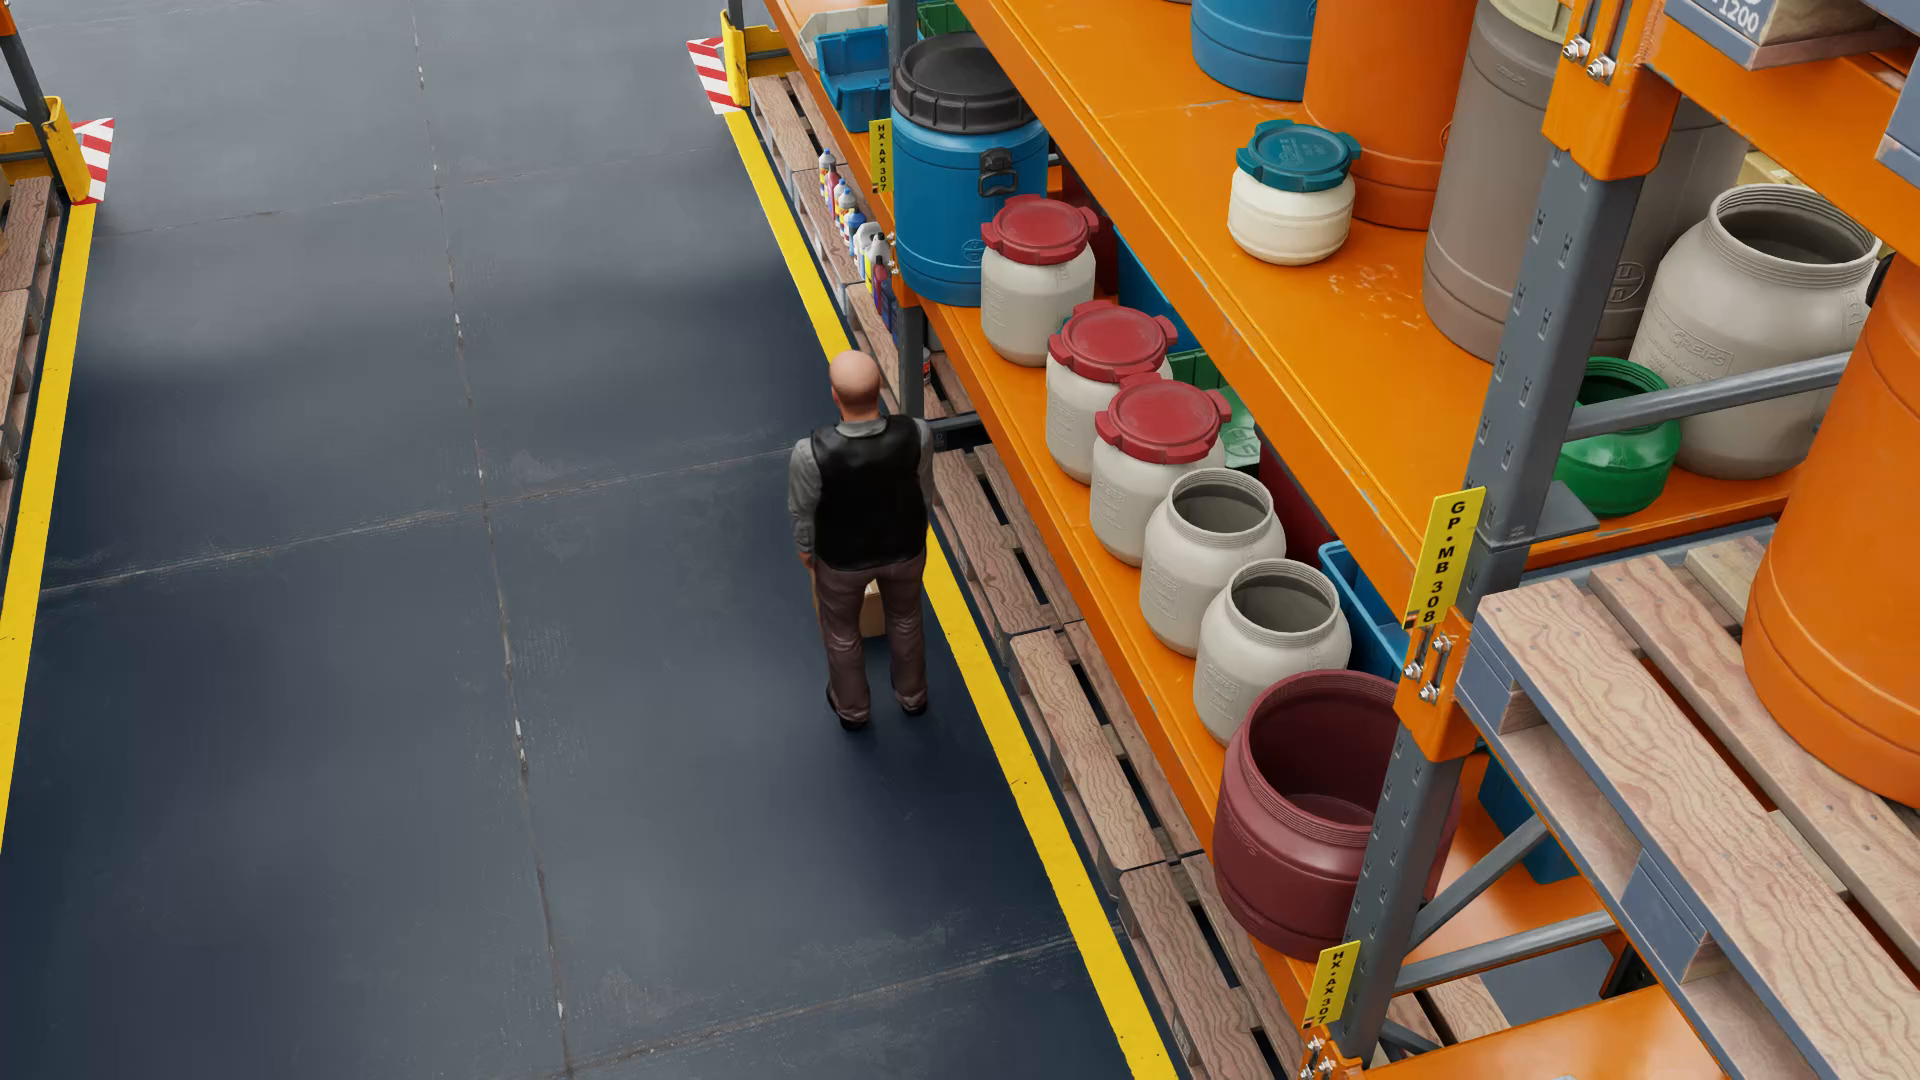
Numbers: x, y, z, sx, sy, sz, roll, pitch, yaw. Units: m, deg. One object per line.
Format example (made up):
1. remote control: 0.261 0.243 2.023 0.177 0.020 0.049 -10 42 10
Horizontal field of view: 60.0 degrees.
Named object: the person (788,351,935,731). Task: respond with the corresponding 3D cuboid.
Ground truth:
1. person: -0.356 0.028 6.161 0.535 1.714 0.354 -11 43 -12
